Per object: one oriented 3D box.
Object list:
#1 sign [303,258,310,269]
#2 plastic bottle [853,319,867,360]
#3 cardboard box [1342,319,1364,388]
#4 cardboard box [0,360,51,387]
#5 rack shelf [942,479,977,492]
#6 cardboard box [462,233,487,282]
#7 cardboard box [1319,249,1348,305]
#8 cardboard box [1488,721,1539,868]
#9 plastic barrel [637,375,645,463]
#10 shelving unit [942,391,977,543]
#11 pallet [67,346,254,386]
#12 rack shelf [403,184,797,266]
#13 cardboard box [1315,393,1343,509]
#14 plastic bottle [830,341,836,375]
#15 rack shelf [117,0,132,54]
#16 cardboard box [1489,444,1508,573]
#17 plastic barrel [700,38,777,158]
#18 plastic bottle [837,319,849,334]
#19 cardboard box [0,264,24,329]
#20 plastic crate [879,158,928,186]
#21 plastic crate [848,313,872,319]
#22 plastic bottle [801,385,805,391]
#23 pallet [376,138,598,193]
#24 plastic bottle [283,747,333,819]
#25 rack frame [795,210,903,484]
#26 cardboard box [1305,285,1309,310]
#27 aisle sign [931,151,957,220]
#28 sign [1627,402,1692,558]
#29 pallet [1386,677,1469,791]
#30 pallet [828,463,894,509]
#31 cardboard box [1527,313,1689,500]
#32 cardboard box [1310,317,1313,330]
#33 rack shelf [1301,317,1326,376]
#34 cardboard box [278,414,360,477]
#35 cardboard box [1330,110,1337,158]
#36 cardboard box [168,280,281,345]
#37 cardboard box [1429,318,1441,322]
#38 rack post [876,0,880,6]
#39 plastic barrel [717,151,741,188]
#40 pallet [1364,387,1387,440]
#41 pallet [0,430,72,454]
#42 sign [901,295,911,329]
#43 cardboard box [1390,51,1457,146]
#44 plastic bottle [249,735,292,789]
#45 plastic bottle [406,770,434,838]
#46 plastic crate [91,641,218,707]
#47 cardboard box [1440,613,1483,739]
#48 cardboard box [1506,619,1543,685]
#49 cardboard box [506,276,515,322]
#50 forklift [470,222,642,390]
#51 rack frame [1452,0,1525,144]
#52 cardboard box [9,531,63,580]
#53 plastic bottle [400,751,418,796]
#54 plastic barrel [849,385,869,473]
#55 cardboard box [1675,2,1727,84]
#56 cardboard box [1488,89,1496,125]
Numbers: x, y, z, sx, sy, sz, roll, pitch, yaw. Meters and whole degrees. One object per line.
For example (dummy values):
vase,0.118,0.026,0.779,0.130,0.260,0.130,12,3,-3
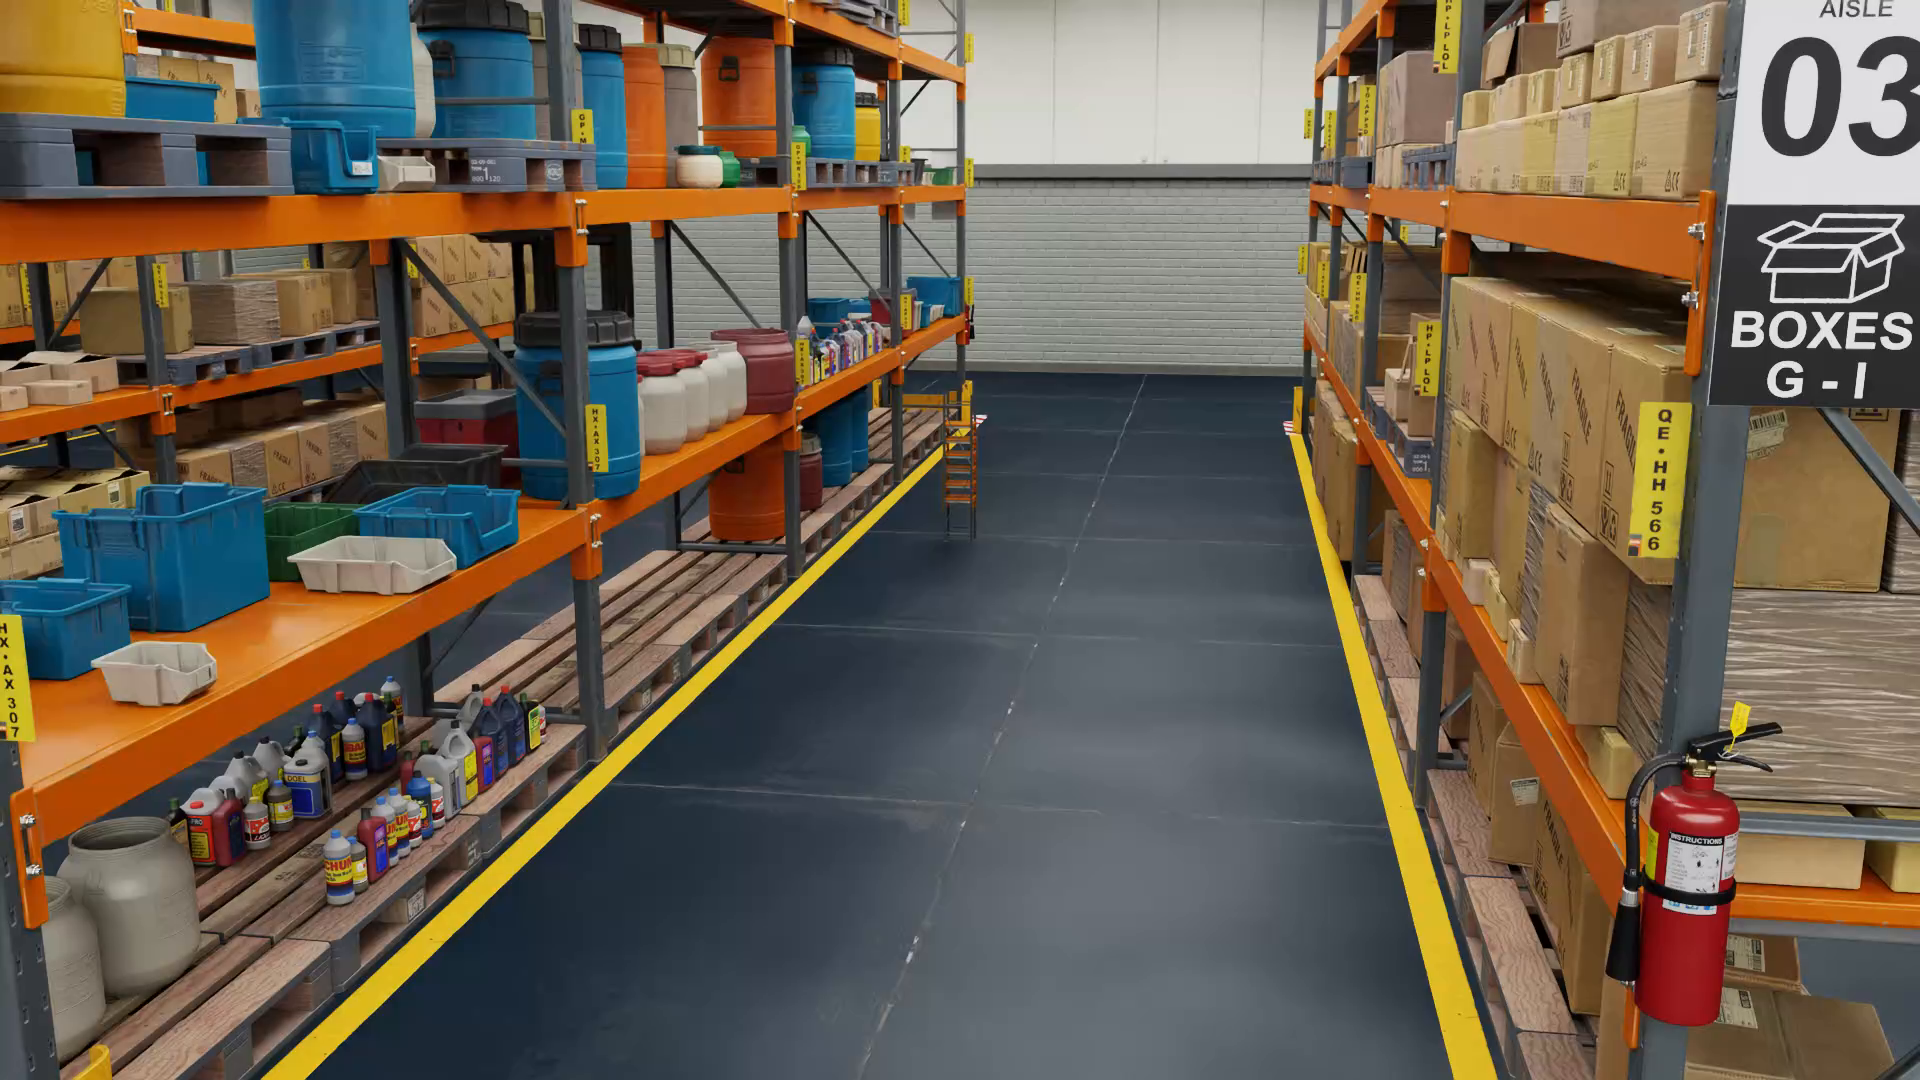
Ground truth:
sign,-6.486,-2.639,16.564,0.100,0.325,0.005,2,12,9
plastic bottle,-0.901,-1.774,14.722,0.144,0.351,0.185,2,12,9
cardboard box,3.215,-1.417,12.711,0.500,0.500,0.500,1,12,7
cardboard box,-6.892,-1.144,11.892,0.500,0.311,0.500,2,12,8
rack shelf,-0.002,-0.423,13.388,0.258,0.103,0.180,2,12,9
cardboard box,-5.439,-3.041,17.873,0.500,0.500,0.500,2,12,7
cardboard box,3.727,-2.525,15.961,0.500,0.500,0.500,2,12,9
cardboard box,2.428,1.005,6.645,0.500,0.500,0.500,6,14,27
plastic barrel,-1.921,-0.632,8.982,0.433,0.535,0.433,0,12,0
shelving unit,-0.002,-0.584,13.353,0.258,1.200,0.189,2,12,9
pallet,-6.529,-1.417,13.403,1.213,0.211,1.003,2,12,9
rack shelf,-1.977,-1.904,9.797,1.077,0.370,4.000,2,12,9
cardboard box,3.624,-0.725,13.783,1.225,0.875,0.875,1,12,7
plastic bottle,-1.061,-1.486,13.576,0.097,0.271,0.097,0,12,0
rack shelf,-6.871,-3.336,10.272,1.077,0.370,4.000,2,12,9
cardboard box,2.390,-0.105,5.918,0.875,0.500,0.500,2,12,9
plastic barrel,-1.579,-3.206,12.112,0.600,0.830,0.708,2,12,9
plastic bottle,-1.043,-1.779,14.744,0.144,0.351,0.185,2,12,9
cardboard box,-10.744,-2.619,17.812,0.980,0.700,0.700,2,12,10
plastic crate,-0.593,-3.691,16.689,0.497,0.269,0.590,2,12,9
plastic crate,-1.084,-2.311,17.582,0.293,0.136,0.466,2,12,9
plastic bottle,-1.224,-1.232,12.561,0.097,0.201,0.097,0,12,0
pallet,-2.299,-1.594,7.098,1.213,0.211,1.003,2,12,9
plastic bottle,-2.763,1.025,7.038,0.152,0.276,0.135,2,12,9
rack frame,-1.054,-2.039,15.833,1.000,3.000,0.127,2,12,9
cardboard box,4.114,-2.692,18.513,0.500,0.250,0.500,2,12,7
aisle sign,-0.139,-4.148,19.448,0.394,0.787,0.004,2,12,9
sign,1.449,-0.123,3.445,0.100,0.325,0.005,2,12,9
pallet,2.727,0.988,8.407,1.003,0.211,1.213,2,12,9
pallet,-1.214,-0.516,15.388,1.003,0.211,1.213,2,12,9
cardboard box,1.985,-0.394,4.885,0.500,0.500,0.500,2,12,9
cardboard box,3.879,-2.257,17.443,0.380,0.149,0.250,2,12,8
rack shelf,4.147,-1.943,17.096,1.077,0.370,4.000,2,12,9
cardboard box,-5.903,-0.874,15.318,0.500,0.500,0.500,2,12,9
cardboard box,4.190,-4.148,17.028,0.700,0.500,0.500,1,12,5
cardboard box,-6.249,-1.940,14.143,0.700,0.500,0.500,4,13,19
cardboard box,3.194,-1.066,10.088,0.700,0.500,0.500,4,13,17
rack post,-1.215,-4.760,14.400,0.937,0.300,0.954,2,12,8
plastic barrel,-1.657,-2.543,11.423,0.294,0.245,0.294,0,12,0
pallet,3.220,-0.800,10.540,1.213,0.211,1.003,2,12,9
pallet,-10.649,-1.152,18.339,1.003,0.211,1.213,2,12,9
sign,-0.511,-2.156,15.719,0.100,0.325,0.005,2,12,9
cardboard box,2.746,-2.505,9.454,0.500,0.500,0.500,2,12,7
plastic bottle,-2.913,0.989,7.028,0.144,0.351,0.185,2,12,8
plastic bottle,-2.214,1.076,6.811,0.097,0.271,0.097,0,12,0
plastic crate,-2.444,0.412,5.086,0.298,0.136,0.250,2,12,9
cardboard box,2.725,0.667,8.168,0.700,0.500,0.500,1,12,4
cardboard box,1.961,0.361,5.295,0.380,0.149,0.250,2,12,9
cardboard box,-5.292,-2.768,18.978,0.500,0.500,0.500,2,12,9
forklift,-3.637,-1.819,14.977,1.130,2.935,3.031,4,13,17
rack frame,2.609,-3.145,6.729,1.000,3.000,0.127,2,12,9
cardboard box,-6.560,0.101,11.434,0.500,0.250,0.500,2,12,10
plastic bottle,-2.313,1.020,7.042,0.061,0.283,0.133,2,12,9
plastic barrel,-1.155,-1.105,15.487,0.600,0.901,0.708,2,12,9
cardboard box,1.728,-1.036,3.470,0.380,0.149,0.250,2,12,9
cardboard box,2.281,-1.685,6.484,0.380,0.149,0.250,1,12,6
